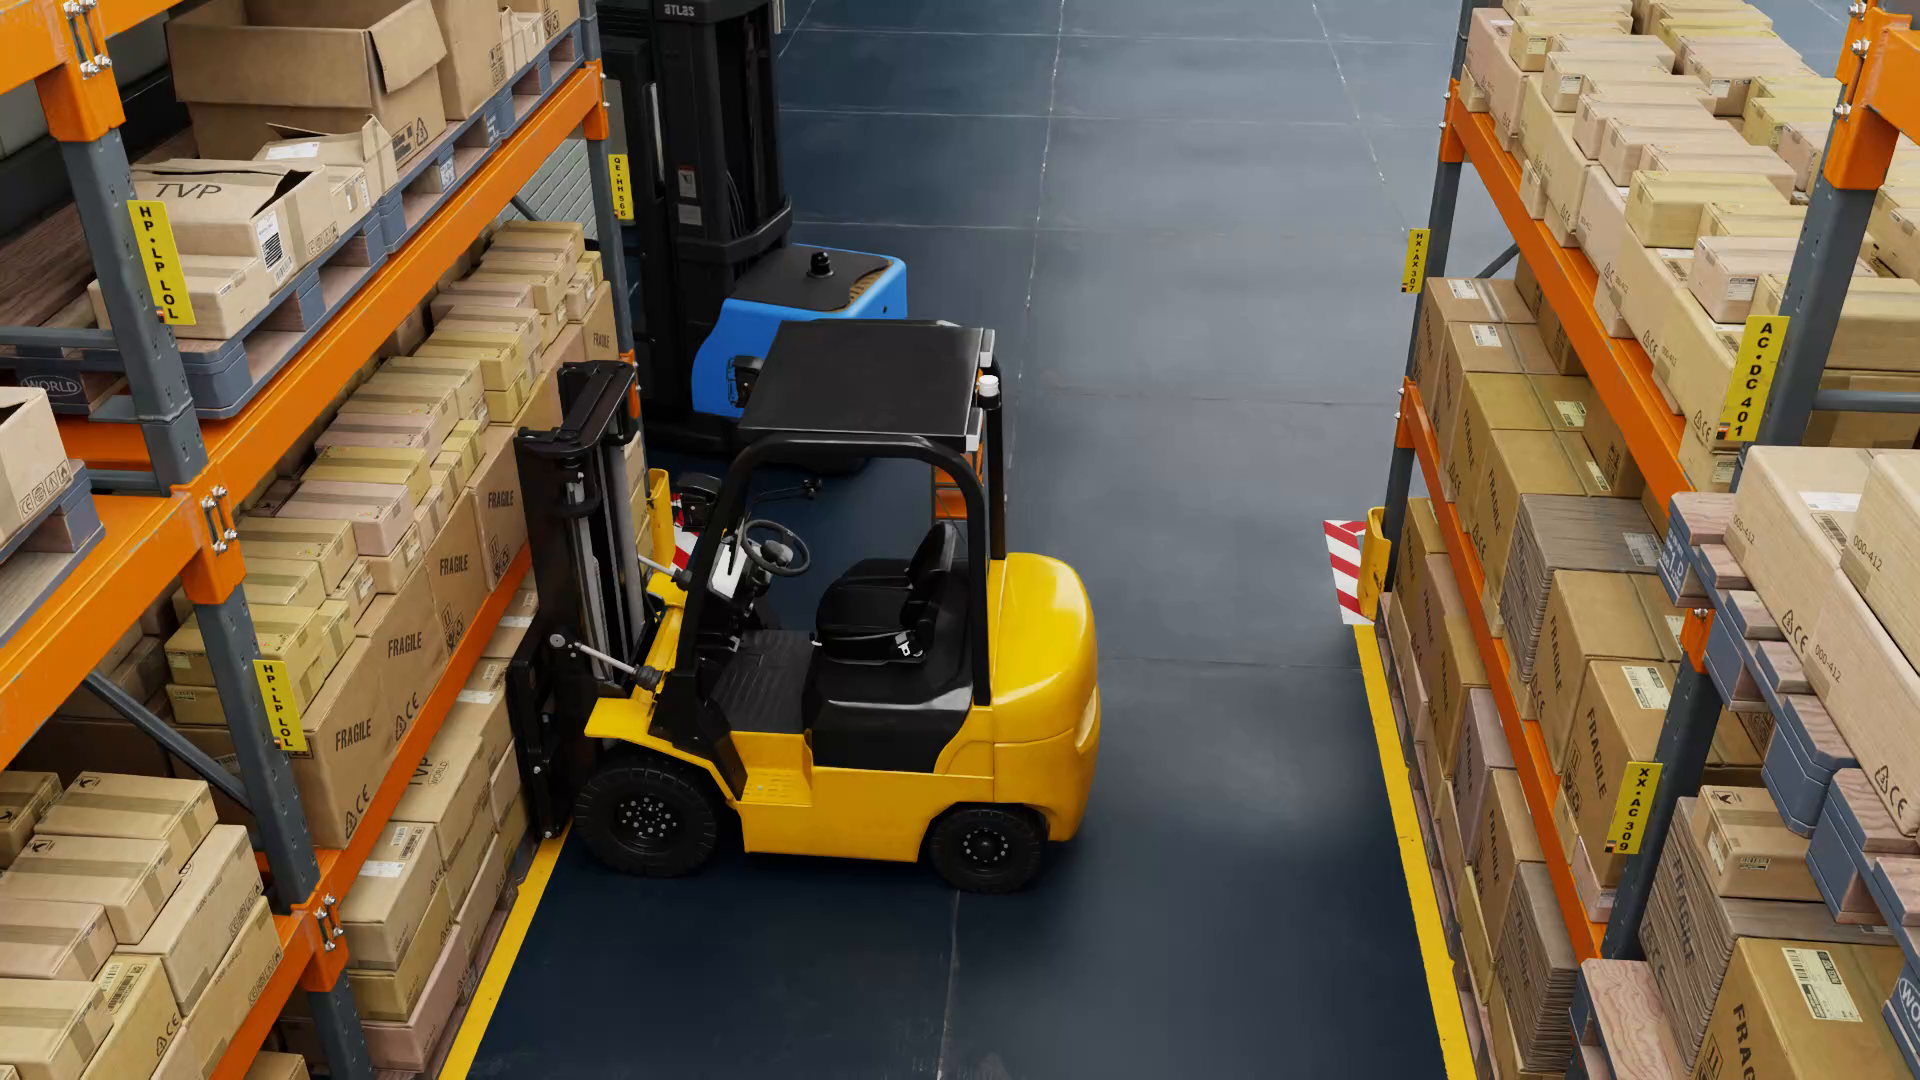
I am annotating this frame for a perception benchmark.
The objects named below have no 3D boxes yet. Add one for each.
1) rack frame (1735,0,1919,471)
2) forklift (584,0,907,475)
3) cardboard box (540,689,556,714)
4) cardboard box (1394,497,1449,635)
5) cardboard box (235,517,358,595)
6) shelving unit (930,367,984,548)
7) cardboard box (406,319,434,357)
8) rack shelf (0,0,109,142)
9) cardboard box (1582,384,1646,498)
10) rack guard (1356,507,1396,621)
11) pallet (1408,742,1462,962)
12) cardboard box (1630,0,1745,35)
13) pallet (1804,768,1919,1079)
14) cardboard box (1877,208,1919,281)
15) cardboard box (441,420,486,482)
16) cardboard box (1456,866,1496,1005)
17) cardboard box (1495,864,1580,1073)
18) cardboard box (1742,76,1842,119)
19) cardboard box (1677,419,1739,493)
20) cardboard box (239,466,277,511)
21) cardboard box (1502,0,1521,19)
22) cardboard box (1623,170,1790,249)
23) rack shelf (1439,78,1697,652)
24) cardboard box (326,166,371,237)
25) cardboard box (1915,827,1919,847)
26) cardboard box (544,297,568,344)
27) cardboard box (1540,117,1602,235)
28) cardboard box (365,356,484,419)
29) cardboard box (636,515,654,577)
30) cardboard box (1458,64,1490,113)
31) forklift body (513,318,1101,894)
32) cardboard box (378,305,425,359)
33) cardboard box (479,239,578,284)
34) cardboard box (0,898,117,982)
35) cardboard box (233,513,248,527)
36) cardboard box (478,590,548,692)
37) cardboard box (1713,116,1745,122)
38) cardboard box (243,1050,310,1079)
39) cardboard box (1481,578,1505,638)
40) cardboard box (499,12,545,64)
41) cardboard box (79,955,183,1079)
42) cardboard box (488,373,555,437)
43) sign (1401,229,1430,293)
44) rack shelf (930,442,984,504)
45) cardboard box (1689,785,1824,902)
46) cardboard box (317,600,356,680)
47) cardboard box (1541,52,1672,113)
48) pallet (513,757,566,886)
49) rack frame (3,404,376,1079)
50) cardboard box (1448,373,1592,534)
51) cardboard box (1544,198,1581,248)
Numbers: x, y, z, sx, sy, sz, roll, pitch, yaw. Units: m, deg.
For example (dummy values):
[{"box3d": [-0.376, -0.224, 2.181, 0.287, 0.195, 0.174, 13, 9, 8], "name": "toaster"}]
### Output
[{"box3d": [2.419, -1.418, 3.253, 1.000, 3.000, 0.127, 2, 32, 4], "name": "rack frame"}, {"box3d": [-1.891, -2.113, 10.165, 3.031, 2.935, 1.130, 11, 33, 17], "name": "forklift"}, {"box3d": [-2.048, 0.676, 7.319, 0.500, 0.250, 0.500, 2, 32, 4], "name": "cardboard box"}, {"box3d": [2.402, 0.140, 7.950, 0.500, 0.500, 0.500, 1, 32, 2], "name": "cardboard box"}, {"box3d": [-2.264, 0.053, 5.589, 0.380, 0.149, 0.250, 2, 32, 3], "name": "cardboard box"}, {"box3d": [-0.013, -0.424, 9.075, 0.258, 1.200, 0.503, 2, 32, 4], "name": "shelving unit"}, {"box3d": [-2.556, -0.916, 7.444, 0.380, 0.149, 0.250, 1, 32, 2], "name": "cardboard box"}, {"box3d": [-2.692, -0.105, 2.191, 1.077, 0.370, 4.000, 2, 32, 4], "name": "rack shelf"}, {"box3d": [2.754, -0.483, 6.124, 0.700, 0.500, 0.500, 2, 32, 4], "name": "cardboard box"}, {"box3d": [2.738, 0.149, 8.812, 1.175, 0.500, 0.348, 2, 32, 4], "name": "rack guard"}, {"box3d": [2.535, 1.331, 7.169, 1.003, 0.211, 1.213, 2, 32, 4], "name": "pallet"}, {"box3d": [2.952, -2.142, 6.767, 0.380, 0.149, 0.250, 3, 32, 5], "name": "cardboard box"}, {"box3d": [2.181, 0.800, 2.693, 1.213, 0.211, 1.003, 2, 32, 4], "name": "pallet"}, {"box3d": [2.792, -0.799, 4.588, 0.380, 0.149, 0.250, 1, 32, 2], "name": "cardboard box"}, {"box3d": [-2.095, -0.355, 6.534, 0.380, 0.149, 0.250, 2, 32, 3], "name": "cardboard box"}, {"box3d": [2.232, 1.529, 6.411, 0.500, 0.250, 0.500, 2, 32, 3], "name": "cardboard box"}, {"box3d": [2.199, 1.488, 5.762, 0.500, 0.500, 0.500, 2, 32, 3], "name": "cardboard box"}, {"box3d": [2.920, -1.472, 5.680, 0.380, 0.149, 0.250, 3, 32, 5], "name": "cardboard box"}, {"box3d": [2.140, -0.212, 4.395, 0.380, 0.149, 0.250, 3, 32, 4], "name": "cardboard box"}, {"box3d": [-2.735, -0.236, 6.056, 0.380, 0.149, 0.250, 2, 32, 3], "name": "cardboard box"}, {"box3d": [2.512, -2.288, 7.003, 0.380, 0.149, 0.250, 2, 32, 4], "name": "cardboard box"}, {"box3d": [2.172, -0.961, 4.851, 0.380, 0.149, 0.250, 3, 32, 5], "name": "cardboard box"}, {"box3d": [2.581, -0.880, 5.926, 1.077, 0.370, 4.000, 2, 32, 4], "name": "rack shelf"}, {"box3d": [-2.127, -1.089, 5.322, 0.380, 0.149, 0.250, 3, 32, 5], "name": "cardboard box"}, {"box3d": [1.912, 0.562, 2.642, 0.500, 0.250, 0.500, 2, 32, 3], "name": "cardboard box"}, {"box3d": [-2.026, -1.023, 7.617, 0.380, 0.149, 0.250, 3, 32, 5], "name": "cardboard box"}, {"box3d": [2.308, -1.242, 5.687, 0.500, 0.250, 0.500, 3, 32, 5], "name": "cardboard box"}, {"box3d": [-2.141, -0.612, 6.667, 0.380, 0.149, 0.250, 3, 32, 5], "name": "cardboard box"}, {"box3d": [-1.927, 0.086, 8.753, 0.500, 0.250, 0.500, 3, 32, 4], "name": "cardboard box"}, {"box3d": [2.394, -1.966, 7.241, 0.380, 0.149, 0.250, 2, 32, 4], "name": "cardboard box"}, {"box3d": [-0.539, 0.266, 7.049, 2.313, 2.155, 1.214, 2, 32, 4], "name": "forklift body"}, {"box3d": [-2.537, -0.902, 7.138, 0.380, 0.149, 0.250, 3, 32, 6], "name": "cardboard box"}, {"box3d": [-2.011, -1.284, 7.758, 0.380, 0.149, 0.250, 3, 32, 4], "name": "cardboard box"}, {"box3d": [-2.411, 1.057, 4.242, 0.380, 0.149, 0.250, 2, 32, 4], "name": "cardboard box"}, {"box3d": [-2.760, 0.021, 5.923, 0.380, 0.149, 0.250, 3, 32, 4], "name": "cardboard box"}, {"box3d": [-2.046, 0.451, 7.207, 0.500, 0.250, 0.500, 2, 32, 3], "name": "cardboard box"}, {"box3d": [2.892, -1.481, 6.075, 0.500, 0.250, 0.500, 3, 32, 5], "name": "cardboard box"}, {"box3d": [-2.560, 2.032, 5.237, 0.875, 0.625, 0.625, 4, 32, 6], "name": "cardboard box"}, {"box3d": [2.256, 0.262, 6.485, 0.380, 0.149, 0.250, 3, 32, 4], "name": "cardboard box"}, {"box3d": [-1.968, -2.110, 6.980, 0.380, 0.149, 0.250, 2, 32, 3], "name": "cardboard box"}, {"box3d": [-2.349, 1.314, 4.205, 0.500, 0.250, 0.500, 2, 32, 3], "name": "cardboard box"}, {"box3d": [-2.074, -0.400, 7.226, 0.500, 0.500, 0.500, 2, 32, 3], "name": "cardboard box"}, {"box3d": [2.203, -1.347, 8.031, 0.100, 0.325, 0.005, 2, 32, 4], "name": "sign"}, {"box3d": [-0.013, -0.367, 9.110, 0.258, 0.148, 0.480, 2, 32, 4], "name": "rack shelf"}, {"box3d": [2.028, 0.743, 4.068, 0.380, 0.149, 0.250, 2, 32, 4], "name": "cardboard box"}, {"box3d": [-2.221, 0.317, 5.444, 0.380, 0.149, 0.250, 3, 32, 5], "name": "cardboard box"}, {"box3d": [2.303, -1.632, 5.940, 0.380, 0.149, 0.250, 3, 32, 5], "name": "cardboard box"}, {"box3d": [-2.326, 1.060, 7.609, 1.003, 0.211, 1.213, 2, 32, 4], "name": "pallet"}, {"box3d": [-2.529, 0.926, 5.168, 1.000, 3.000, 0.127, 2, 32, 4], "name": "rack frame"}, {"box3d": [2.350, -0.351, 6.862, 0.500, 0.500, 0.500, 2, 32, 3], "name": "cardboard box"}, {"box3d": [2.311, -1.150, 5.918, 0.380, 0.149, 0.250, 2, 32, 3], "name": "cardboard box"}]
